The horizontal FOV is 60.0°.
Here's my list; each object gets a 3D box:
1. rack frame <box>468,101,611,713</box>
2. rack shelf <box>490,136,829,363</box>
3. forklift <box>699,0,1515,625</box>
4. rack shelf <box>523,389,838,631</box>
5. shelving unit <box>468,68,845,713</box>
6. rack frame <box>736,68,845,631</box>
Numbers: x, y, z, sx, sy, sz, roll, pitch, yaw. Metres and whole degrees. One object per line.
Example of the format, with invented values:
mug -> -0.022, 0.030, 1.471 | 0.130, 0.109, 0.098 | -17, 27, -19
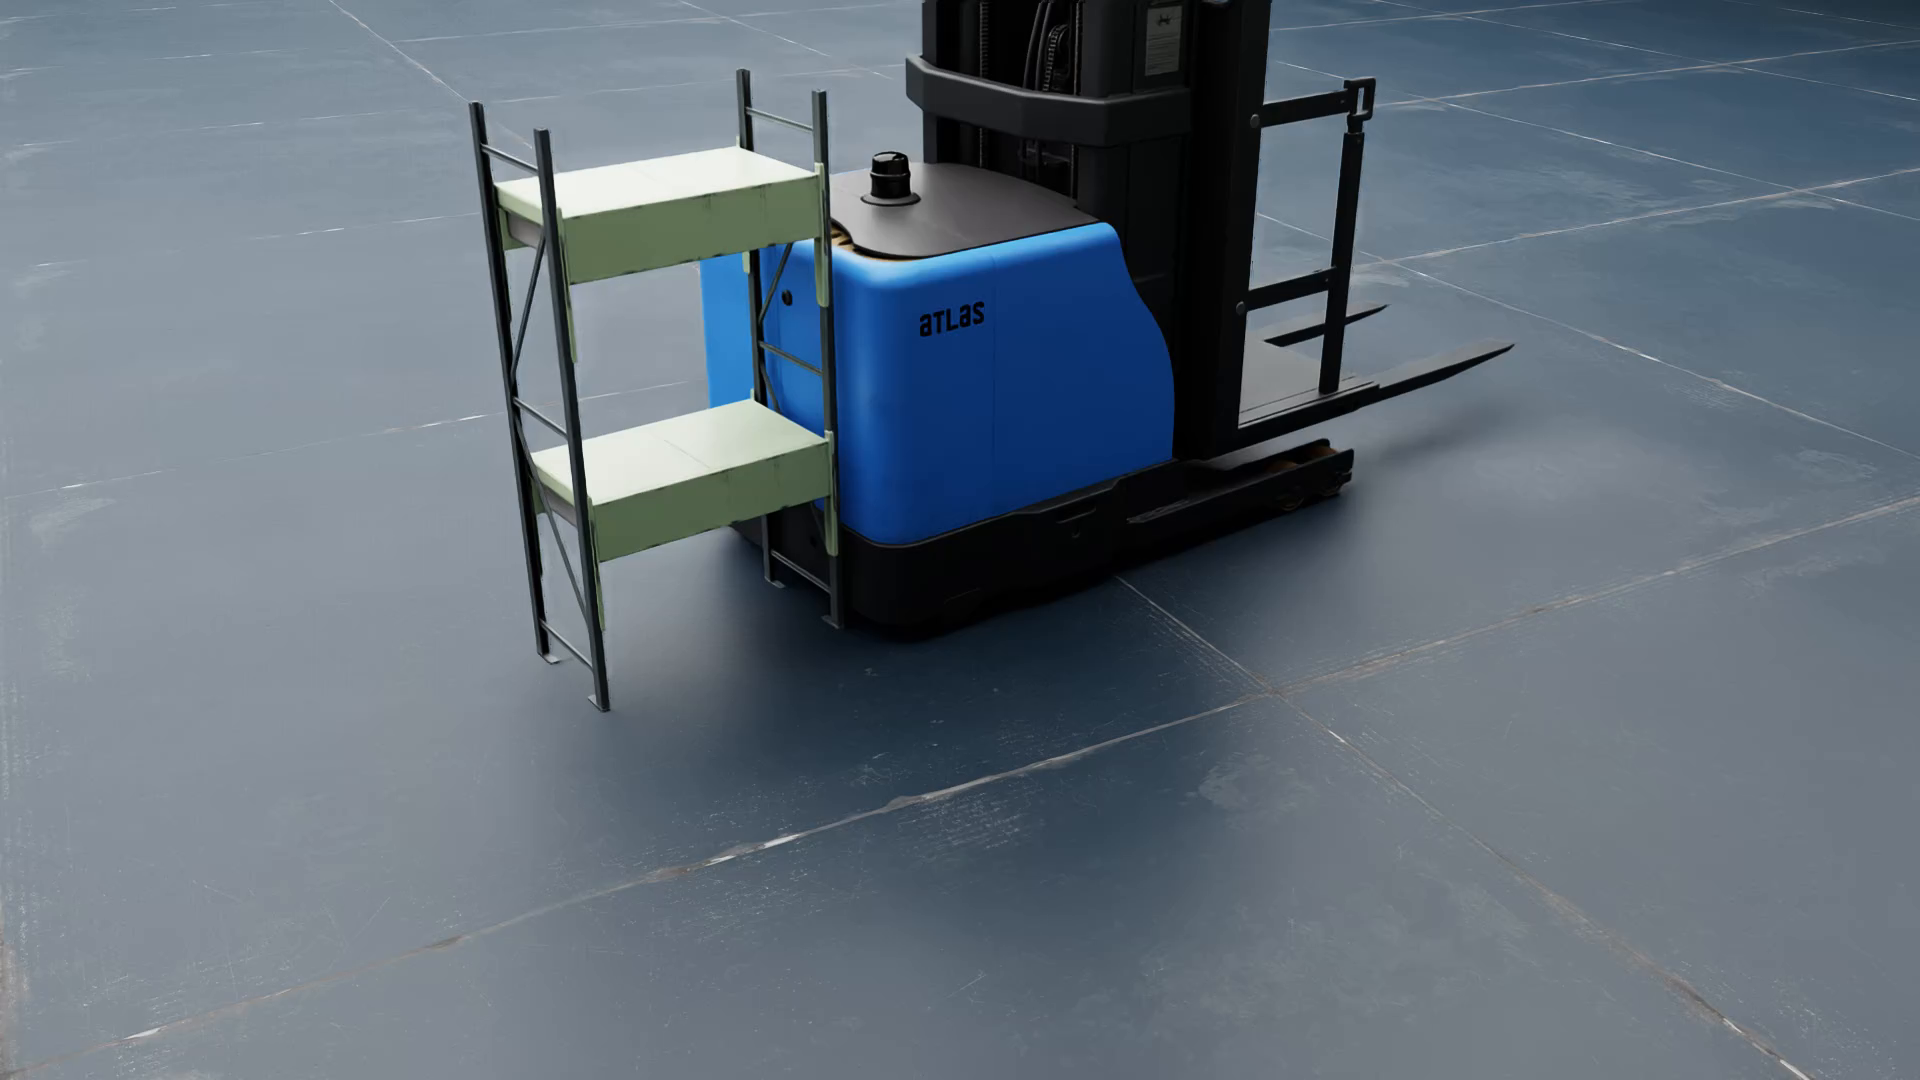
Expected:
rack frame -> -1.039, -0.298, 4.138 | 0.023, 1.500, 0.400 | -18, 31, -33
rack shelf -> -0.748, -0.746, 4.170 | 0.720, 0.370, 0.431 | -18, 31, -33
forklift -> 0.692, -1.581, 5.156 | 3.031, 2.935, 1.130 | -18, 31, -33
rack shelf -> -0.748, -0.101, 4.480 | 0.720, 0.370, 0.431 | -18, 31, -33
shelving unit -> -0.748, -0.394, 4.339 | 0.755, 1.500, 0.431 | -18, 31, -33
rack frame -> -0.457, -0.491, 4.539 | 0.023, 1.500, 0.400 | -18, 31, -33
